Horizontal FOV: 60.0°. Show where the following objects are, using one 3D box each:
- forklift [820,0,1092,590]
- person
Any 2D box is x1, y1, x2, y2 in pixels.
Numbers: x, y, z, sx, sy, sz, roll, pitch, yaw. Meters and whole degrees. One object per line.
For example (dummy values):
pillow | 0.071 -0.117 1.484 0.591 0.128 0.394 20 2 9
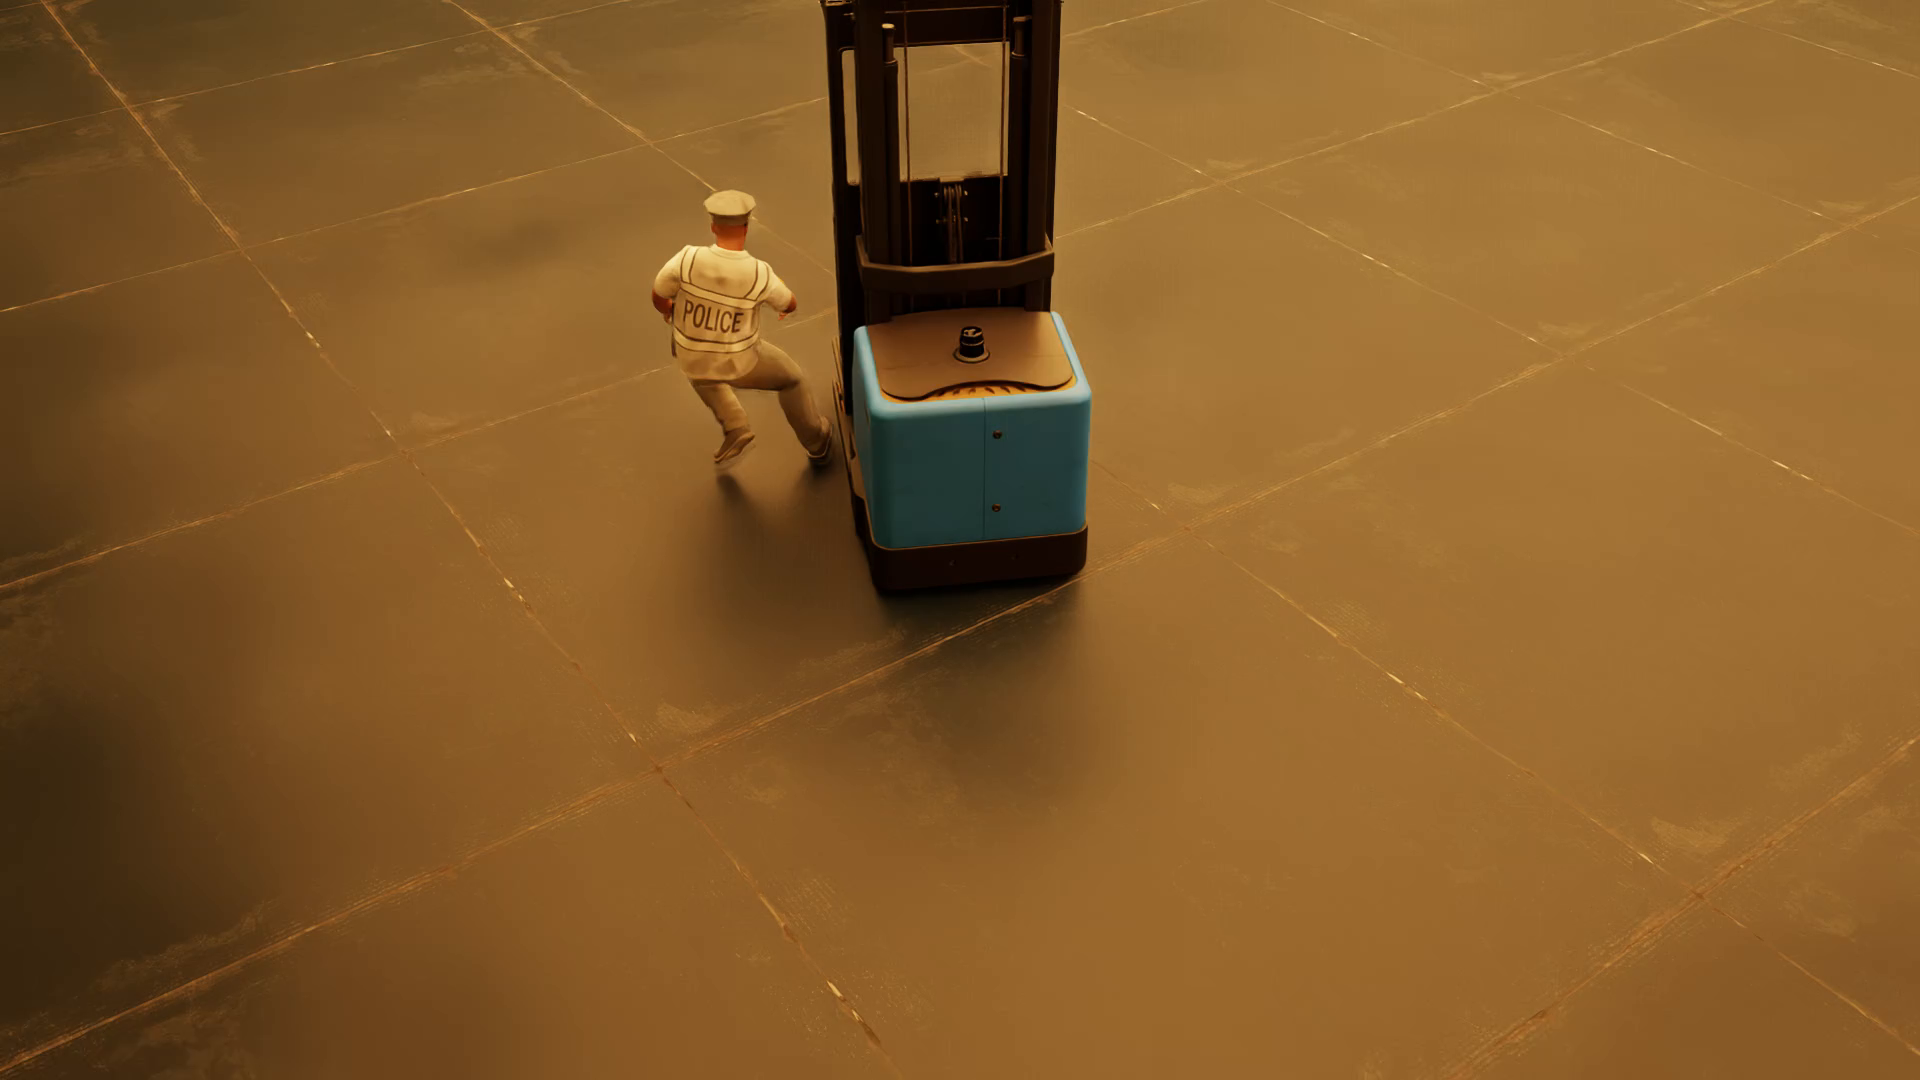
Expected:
forklift | -0.115 -1.808 8.390 1.130 2.935 3.031 -5 37 -7
person | 17.867 -0.051 0.910 39.662 9.000 11.368 2 37 3
